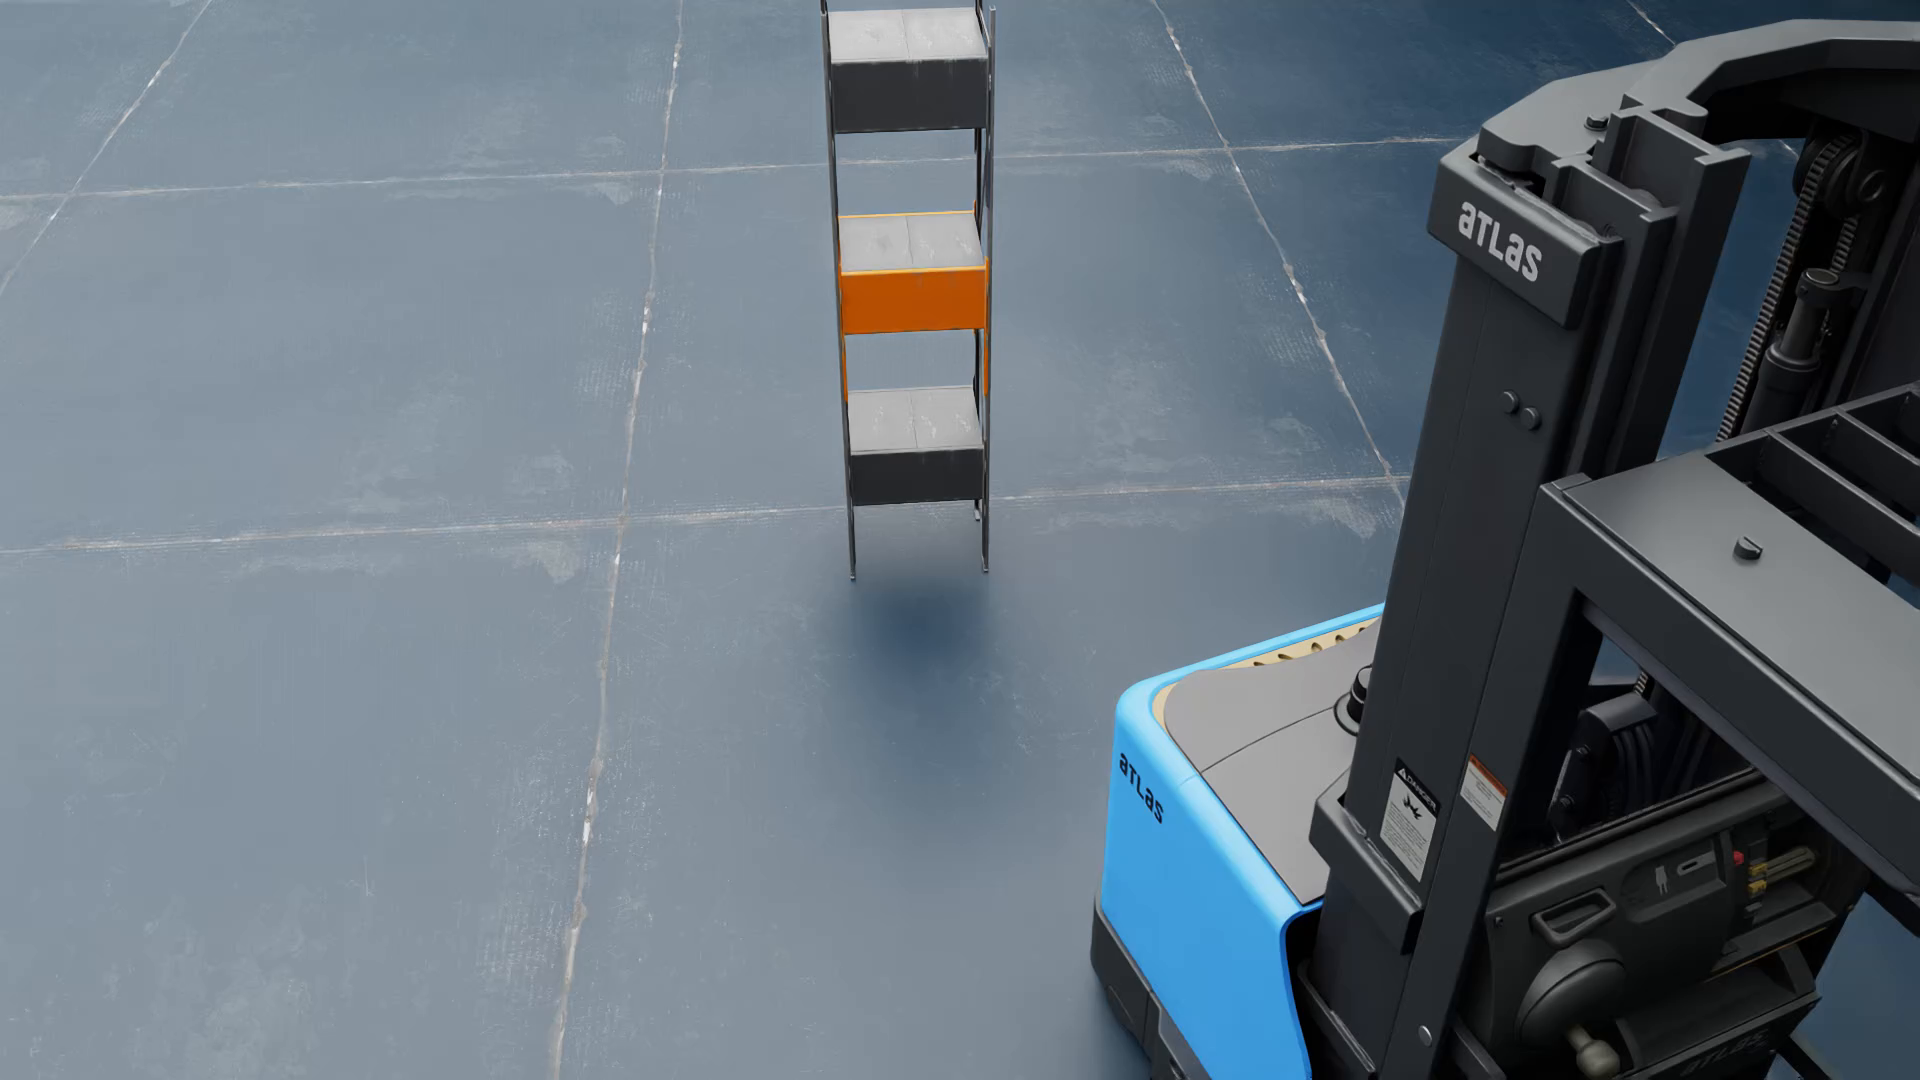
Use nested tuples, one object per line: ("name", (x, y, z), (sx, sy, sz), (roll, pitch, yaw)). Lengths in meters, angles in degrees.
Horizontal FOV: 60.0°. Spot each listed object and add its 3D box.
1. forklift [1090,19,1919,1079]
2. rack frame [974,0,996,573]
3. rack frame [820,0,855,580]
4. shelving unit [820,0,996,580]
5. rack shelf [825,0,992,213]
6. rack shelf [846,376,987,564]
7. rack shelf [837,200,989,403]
("forklift", (1.431, 0.763, 2.916), (1.130, 2.935, 3.031), (-16, 41, -19))
("rack frame", (0.078, -0.829, 5.605), (0.015, 2.100, 0.400), (-3, 38, -4))
("rack frame", (-0.408, -0.802, 5.571), (0.015, 2.100, 0.400), (-3, 38, -4))
("shelving unit", (-0.165, -0.815, 5.588), (0.503, 2.100, 0.431), (-3, 38, -4))
("rack shelf", (-0.165, -1.354, 5.163), (0.480, 0.518, 0.431), (-3, 38, -4))
("rack shelf", (-0.165, -0.255, 6.030), (0.480, 0.518, 0.431), (-3, 38, -4))
("rack shelf", (-0.165, -0.805, 5.597), (0.480, 0.518, 0.431), (-3, 38, -4))
